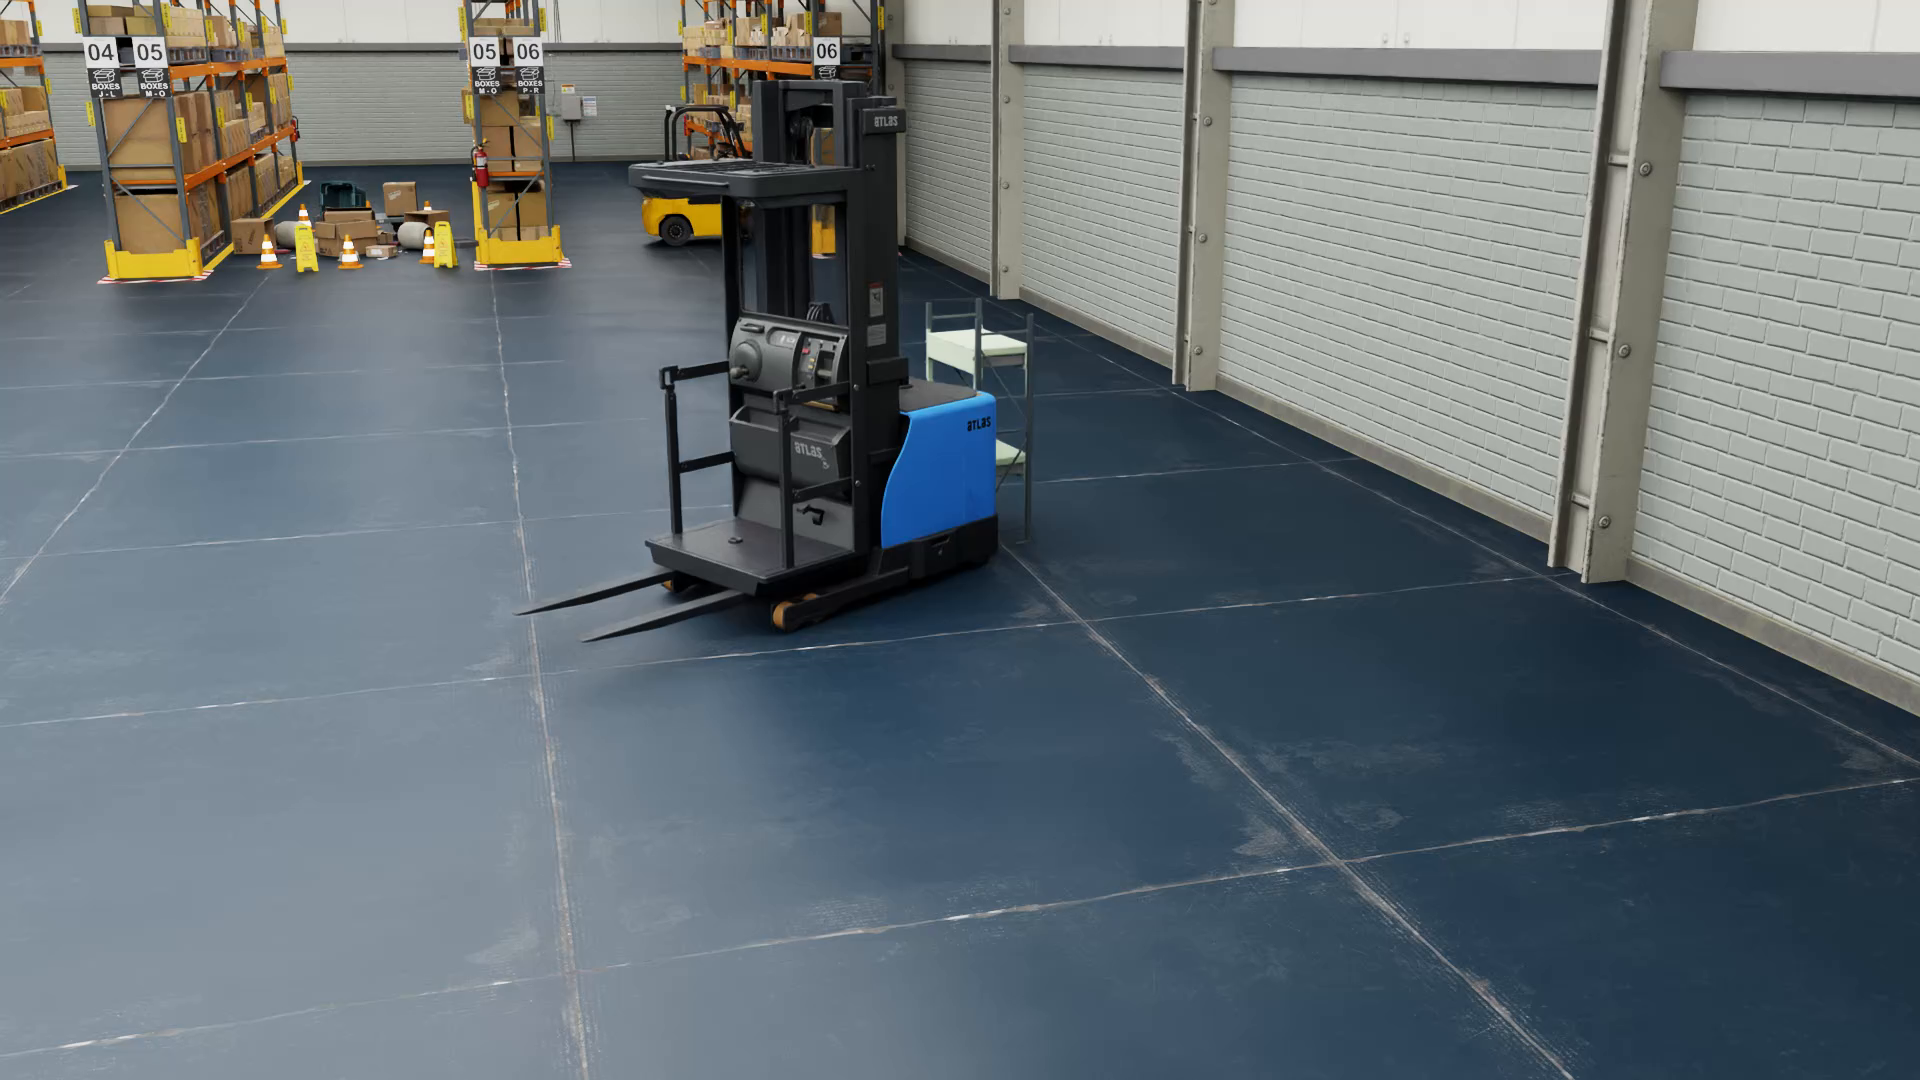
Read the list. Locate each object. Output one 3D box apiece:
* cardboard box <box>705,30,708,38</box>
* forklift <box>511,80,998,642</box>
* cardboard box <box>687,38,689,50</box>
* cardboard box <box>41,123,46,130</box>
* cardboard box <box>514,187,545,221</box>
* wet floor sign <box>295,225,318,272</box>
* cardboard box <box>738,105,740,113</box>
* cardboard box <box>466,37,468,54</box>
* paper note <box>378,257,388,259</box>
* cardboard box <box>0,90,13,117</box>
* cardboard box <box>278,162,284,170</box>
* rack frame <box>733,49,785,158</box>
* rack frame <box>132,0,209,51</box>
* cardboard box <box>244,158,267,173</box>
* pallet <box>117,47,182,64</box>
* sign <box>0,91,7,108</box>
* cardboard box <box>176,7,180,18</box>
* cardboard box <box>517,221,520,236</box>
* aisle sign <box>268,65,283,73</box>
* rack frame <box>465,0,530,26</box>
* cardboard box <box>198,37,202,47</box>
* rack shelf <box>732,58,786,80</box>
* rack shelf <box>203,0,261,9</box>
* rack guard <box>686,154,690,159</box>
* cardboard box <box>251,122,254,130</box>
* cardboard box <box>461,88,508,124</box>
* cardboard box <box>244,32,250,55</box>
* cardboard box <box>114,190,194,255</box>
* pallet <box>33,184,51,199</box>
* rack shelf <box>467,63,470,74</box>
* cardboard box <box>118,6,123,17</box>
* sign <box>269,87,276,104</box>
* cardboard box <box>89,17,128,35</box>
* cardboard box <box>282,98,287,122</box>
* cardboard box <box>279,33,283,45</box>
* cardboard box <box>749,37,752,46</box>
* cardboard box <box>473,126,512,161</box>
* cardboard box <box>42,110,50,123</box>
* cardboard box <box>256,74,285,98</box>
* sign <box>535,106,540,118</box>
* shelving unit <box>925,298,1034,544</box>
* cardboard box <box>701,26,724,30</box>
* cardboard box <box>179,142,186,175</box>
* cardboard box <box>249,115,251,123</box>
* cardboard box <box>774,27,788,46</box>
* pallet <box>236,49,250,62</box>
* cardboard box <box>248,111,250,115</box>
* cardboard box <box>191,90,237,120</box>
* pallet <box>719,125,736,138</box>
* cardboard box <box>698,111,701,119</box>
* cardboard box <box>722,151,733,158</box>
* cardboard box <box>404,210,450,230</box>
[{"bbox_3d":[-5.204,-10.722,35.235,0.380,0.149,0.250,-5,17,-16],"label":"cardboard box"},{"bbox_3d":[-1.131,-1.059,9.384,1.130,2.935,3.031,15,22,41],"label":"forklift"},{"bbox_3d":[-6.115,-11.604,38.898,0.500,0.250,0.500,-4,17,-14],"label":"cardboard box"},{"bbox_3d":[-19.878,-8.869,35.699,0.380,0.149,0.250,-5,17,-15],"label":"cardboard box"},{"bbox_3d":[-6.619,-5.200,25.795,0.500,0.500,0.500,-5,18,-17],"label":"cardboard box"},{"bbox_3d":[-9.328,-4.162,23.687,0.267,0.644,0.232,-8,18,-25],"label":"wet floor sign"},{"bbox_3d":[-4.131,-8.414,32.448,0.380,0.149,0.250,-4,17,-14],"label":"cardboard box"},{"bbox_3d":[-7.192,-7.471,25.138,0.500,0.250,0.500,-4,17,-14],"label":"cardboard box"},{"bbox_3d":[-8.682,-4.243,25.024,0.148,0.019,0.142,-12,20,-34],"label":"paper note"},{"bbox_3d":[-19.221,-8.679,33.071,0.500,0.500,0.500,-5,17,-15],"label":"cardboard box"},{"bbox_3d":[-14.654,-7.987,35.520,0.380,0.149,0.250,-4,17,-14],"label":"cardboard box"},{"bbox_3d":[-3.936,-8.167,32.927,1.000,3.000,0.127,-5,17,-15],"label":"rack frame"},{"bbox_3d":[-12.339,-9.121,25.675,1.000,3.000,0.127,-5,17,-15],"label":"rack frame"},{"bbox_3d":[-13.659,-7.205,32.037,0.500,0.250,0.500,-5,17,-15],"label":"cardboard box"},{"bbox_3d":[-11.454,-6.740,23.116,1.003,0.211,1.213,-5,17,-15],"label":"pallet"},{"bbox_3d":[-18.816,-8.659,32.689,0.100,0.325,0.005,-5,17,-15],"label":"sign"},{"bbox_3d":[-11.304,-7.487,23.597,0.380,0.149,0.250,-5,17,-16],"label":"cardboard box"},{"bbox_3d":[-6.759,-4.982,26.372,0.500,0.250,0.500,-4,17,-12],"label":"cardboard box"},{"bbox_3d":[-15.369,-10.856,37.360,0.394,0.787,0.004,-5,17,-15],"label":"aisle sign"},{"bbox_3d":[-7.608,-9.540,27.071,1.000,3.000,0.127,-5,17,-15],"label":"rack frame"},{"bbox_3d":[-11.790,-7.597,25.347,0.380,0.149,0.250,-4,17,-14],"label":"cardboard box"},{"bbox_3d":[-3.386,-8.706,30.757,1.077,0.370,4.000,-5,17,-15],"label":"rack shelf"},{"bbox_3d":[-13.988,-10.245,31.361,1.077,0.370,4.000,-5,17,-15],"label":"rack shelf"},{"bbox_3d":[-6.113,-9.162,40.583,1.175,0.500,0.348,-5,17,-15],"label":"rack guard"},{"bbox_3d":[-13.667,-7.872,31.650,0.380,0.149,0.250,-4,17,-13],"label":"cardboard box"},{"bbox_3d":[-7.230,-6.628,25.373,0.700,0.500,0.500,-5,17,-16],"label":"cardboard box"},{"bbox_3d":[-13.484,-9.156,30.830,0.500,0.500,0.500,-5,17,-15],"label":"cardboard box"},{"bbox_3d":[-11.490,-4.507,23.707,0.875,0.875,0.875,-5,17,-15],"label":"cardboard box"},{"bbox_3d":[-19.807,-7.316,34.940,1.003,0.211,1.213,-5,17,-15],"label":"pallet"},{"bbox_3d":[-8.157,-8.312,29.447,1.077,0.370,4.000,-5,17,-15],"label":"rack shelf"},{"bbox_3d":[-11.797,-7.295,22.957,0.380,0.149,0.250,-4,17,-14],"label":"cardboard box"},{"bbox_3d":[-14.005,-9.060,33.887,0.100,0.325,0.005,-5,17,-15],"label":"sign"},{"bbox_3d":[-11.643,-7.011,22.704,0.500,0.250,0.500,-4,17,-15],"label":"cardboard box"},{"bbox_3d":[-14.981,-9.371,36.245,0.500,0.500,0.500,-5,17,-15],"label":"cardboard box"},{"bbox_3d":[-15.266,-11.064,36.749,0.500,0.250,0.500,-5,18,-17],"label":"cardboard box"},{"bbox_3d":[-3.642,-9.119,30.416,0.380,0.149,0.250,-5,17,-16],"label":"cardboard box"},{"bbox_3d":[-6.923,-5.879,24.620,0.500,0.500,0.500,-5,17,-16],"label":"cardboard box"},{"bbox_3d":[-20.046,-9.161,35.978,0.500,0.250,0.500,-5,17,-16],"label":"cardboard box"},{"bbox_3d":[-14.982,-9.846,36.088,0.500,0.500,0.500,-4,17,-12],"label":"cardboard box"},{"bbox_3d":[-7.088,-7.127,27.959,0.100,0.325,0.005,-5,17,-15],"label":"sign"},{"bbox_3d":[0.120,-0.777,10.932,0.431,1.500,0.755,-8,18,-25],"label":"shelving unit"},{"bbox_3d":[-5.405,-11.141,36.487,0.500,0.250,0.500,-5,17,-15],"label":"cardboard box"},{"bbox_3d":[-11.558,-5.463,23.663,0.875,0.550,0.550,-5,17,-15],"label":"cardboard box"},{"bbox_3d":[-13.601,-7.945,31.378,0.380,0.149,0.250,-5,17,-15],"label":"cardboard box"},{"bbox_3d":[-2.842,-8.454,27.920,0.500,0.311,0.500,-4,17,-14],"label":"cardboard box"},{"bbox_3d":[-13.211,-8.527,29.238,1.213,0.211,1.003,-4,17,-13],"label":"pallet"},{"bbox_3d":[-13.591,-8.079,31.306,0.380,0.149,0.250,-5,18,-18],"label":"cardboard box"},{"bbox_3d":[-13.325,-7.756,29.647,0.700,0.500,0.500,-5,17,-16],"label":"cardboard box"},{"bbox_3d":[-4.189,-8.257,33.560,1.213,0.211,1.003,-5,17,-15],"label":"pallet"},{"bbox_3d":[-5.686,-9.742,37.914,0.500,0.250,0.500,-5,17,-16],"label":"cardboard box"},{"bbox_3d":[-4.960,-8.327,35.948,0.380,0.149,0.250,-6,18,-18],"label":"cardboard box"},{"bbox_3d":[-8.622,-5.067,26.948,0.500,0.500,0.500,7,18,23],"label":"cardboard box"}]
